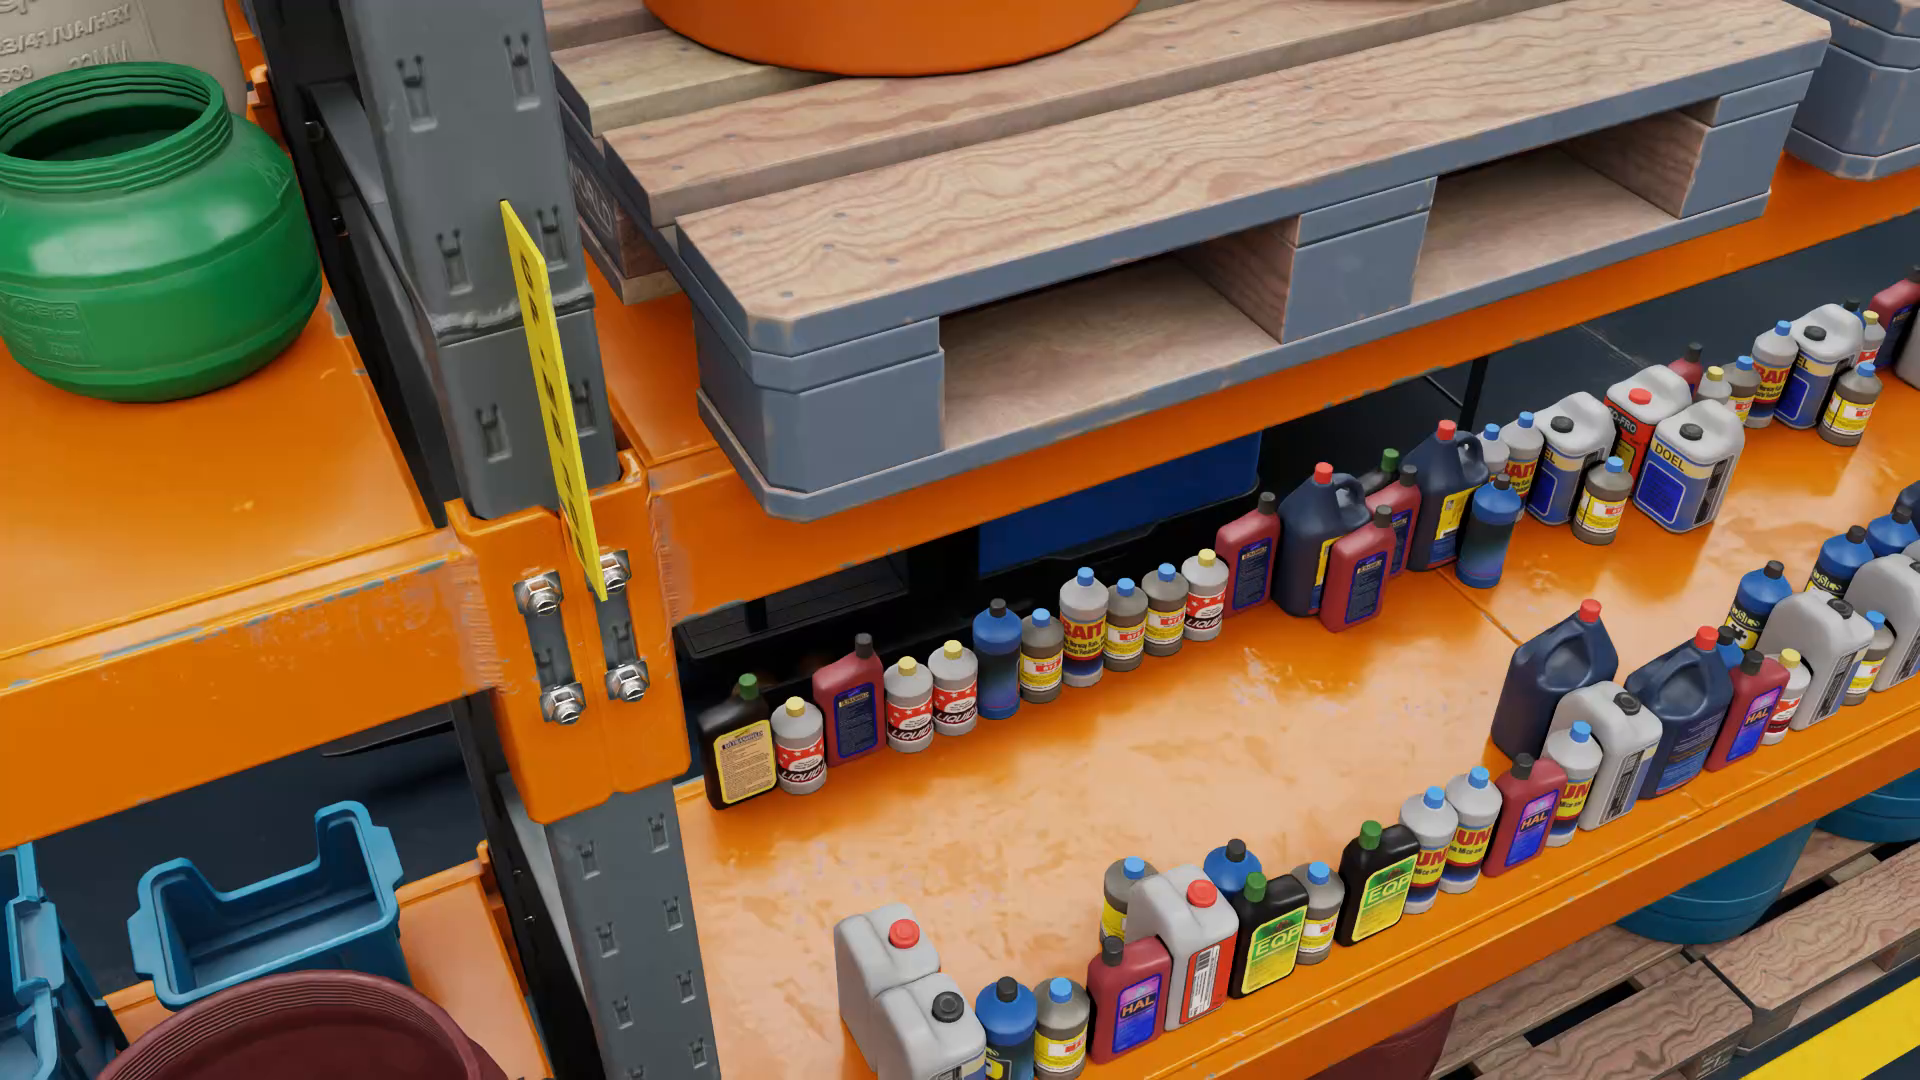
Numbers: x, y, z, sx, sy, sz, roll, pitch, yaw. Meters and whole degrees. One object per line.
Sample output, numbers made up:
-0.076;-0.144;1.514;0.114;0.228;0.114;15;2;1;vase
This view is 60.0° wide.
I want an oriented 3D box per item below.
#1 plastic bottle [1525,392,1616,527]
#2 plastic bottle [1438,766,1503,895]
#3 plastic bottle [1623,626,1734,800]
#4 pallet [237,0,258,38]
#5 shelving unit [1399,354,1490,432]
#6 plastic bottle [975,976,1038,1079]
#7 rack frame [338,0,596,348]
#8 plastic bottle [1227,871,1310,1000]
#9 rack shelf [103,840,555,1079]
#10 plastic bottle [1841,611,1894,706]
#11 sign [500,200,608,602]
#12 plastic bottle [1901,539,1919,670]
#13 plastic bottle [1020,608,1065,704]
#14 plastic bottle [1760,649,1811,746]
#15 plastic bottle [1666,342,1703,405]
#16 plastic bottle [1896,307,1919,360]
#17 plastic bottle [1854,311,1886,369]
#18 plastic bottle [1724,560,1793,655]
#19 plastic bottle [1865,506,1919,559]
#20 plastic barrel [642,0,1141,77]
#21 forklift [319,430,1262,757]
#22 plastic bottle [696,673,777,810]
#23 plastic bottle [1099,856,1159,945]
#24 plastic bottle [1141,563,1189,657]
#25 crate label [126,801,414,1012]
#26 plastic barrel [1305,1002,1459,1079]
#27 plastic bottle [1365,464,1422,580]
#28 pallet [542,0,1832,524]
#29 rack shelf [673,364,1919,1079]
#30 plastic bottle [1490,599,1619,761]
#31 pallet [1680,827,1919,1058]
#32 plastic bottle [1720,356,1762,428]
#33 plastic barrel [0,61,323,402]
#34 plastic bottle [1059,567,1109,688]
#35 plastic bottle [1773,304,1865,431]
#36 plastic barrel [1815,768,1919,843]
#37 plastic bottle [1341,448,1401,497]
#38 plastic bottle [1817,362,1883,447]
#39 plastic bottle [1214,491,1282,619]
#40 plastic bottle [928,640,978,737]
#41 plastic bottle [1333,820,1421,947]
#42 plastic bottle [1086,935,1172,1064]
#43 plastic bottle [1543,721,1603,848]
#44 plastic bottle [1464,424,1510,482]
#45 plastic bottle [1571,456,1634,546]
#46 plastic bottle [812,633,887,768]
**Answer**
1.357;-0.190;3.748;0.135;0.276;0.152;-19;44;-21;plastic bottle
0.891;0.502;2.935;0.097;0.271;0.097;0;40;0;plastic bottle
1.329;0.307;3.104;0.185;0.351;0.144;-19;44;-21;plastic bottle
-2.293;-2.317;6.314;1.003;0.211;1.213;-19;44;-21;pallet
1.321;-0.958;5.721;1.048;1.500;0.538;-17;43;-19;shelving unit
0.071;0.778;2.609;0.097;0.271;0.097;0;40;0;plastic bottle
-0.577;-1.598;0.673;0.127;3.000;1.000;-19;44;-21;rack frame
0.506;0.640;2.762;0.133;0.283;0.061;-19;44;-21;plastic bottle
-2.351;1.563;2.139;4.000;0.370;1.077;-19;44;-21;rack shelf
1.789;0.226;3.315;0.097;0.201;0.097;0;40;0;plastic bottle
-0.317;-0.100;1.306;0.005;0.325;0.100;-19;44;-21;sign
1.999;0.107;3.397;0.135;0.276;0.152;-19;44;-21;plastic bottle
0.159;0.222;3.320;0.097;0.201;0.097;0;40;0;plastic bottle
1.584;0.296;3.233;0.097;0.201;0.097;0;40;0;plastic bottle
1.661;-0.328;3.906;0.133;0.283;0.061;-19;44;-21;plastic bottle
2.448;-0.593;4.219;0.133;0.283;0.061;-19;44;-21;plastic bottle
2.236;-0.477;4.145;0.097;0.201;0.097;0;40;0;plastic bottle
1.600;0.153;3.348;0.097;0.271;0.097;0;40;0;plastic bottle
1.925;0.043;3.477;0.097;0.271;0.097;0;40;0;plastic bottle
-0.072;-0.945;1.566;0.708;0.830;0.600;-19;44;-21;plastic barrel
-0.566;-0.948;4.601;3.031;2.935;1.130;-17;43;-19;forklift
-0.415;0.371;3.081;0.133;0.283;0.061;-19;44;-21;plastic bottle
0.292;0.619;2.850;0.097;0.201;0.097;0;40;0;plastic bottle
0.418;0.135;3.423;0.097;0.201;0.097;0;40;0;plastic bottle
-1.124;0.666;2.771;0.416;0.233;0.303;-19;44;-21;crate label
0.851;0.959;3.837;0.708;0.588;0.600;-19;44;-21;plastic barrel
0.909;-0.030;3.555;0.133;0.283;0.061;-19;44;-21;plastic bottle
0.146;-0.554;1.907;1.213;0.211;1.003;-19;44;-21;pallet
1.197;0.369;3.549;4.000;0.370;1.077;-19;44;-21;rack shelf
1.140;0.260;3.159;0.185;0.351;0.144;-19;44;-21;plastic bottle
2.267;0.768;4.679;1.213;0.211;1.003;-19;44;-21;pallet
1.858;-0.349;3.995;0.097;0.201;0.097;0;40;0;plastic bottle
-0.773;-0.291;1.571;0.294;0.245;0.294;0;40;0;plastic barrel
0.245;0.166;3.331;0.097;0.271;0.097;0;40;0;plastic bottle
2.059;-0.426;4.028;0.135;0.276;0.152;-19;44;-21;plastic bottle
2.480;0.291;4.384;0.708;0.901;0.600;-19;44;-21;plastic barrel
0.881;-0.065;3.596;0.133;0.283;0.061;-19;44;-21;plastic bottle
2.134;-0.332;3.974;0.097;0.201;0.097;0;40;0;plastic bottle
0.598;0.030;3.484;0.133;0.283;0.061;-19;44;-21;plastic bottle
-0.014;0.280;3.251;0.097;0.201;0.097;0;40;0;plastic bottle
0.711;0.571;2.844;0.133;0.283;0.061;-19;44;-21;plastic bottle
0.269;0.720;2.668;0.133;0.283;0.061;-19;44;-21;plastic bottle
1.096;0.433;3.016;0.097;0.271;0.097;0;40;0;plastic bottle
1.155;-0.140;3.693;0.097;0.271;0.097;0;40;0;plastic bottle
1.431;-0.095;3.695;0.097;0.201;0.097;0;40;0;plastic bottle
-0.211;0.302;3.162;0.133;0.283;0.061;-19;44;-21;plastic bottle
